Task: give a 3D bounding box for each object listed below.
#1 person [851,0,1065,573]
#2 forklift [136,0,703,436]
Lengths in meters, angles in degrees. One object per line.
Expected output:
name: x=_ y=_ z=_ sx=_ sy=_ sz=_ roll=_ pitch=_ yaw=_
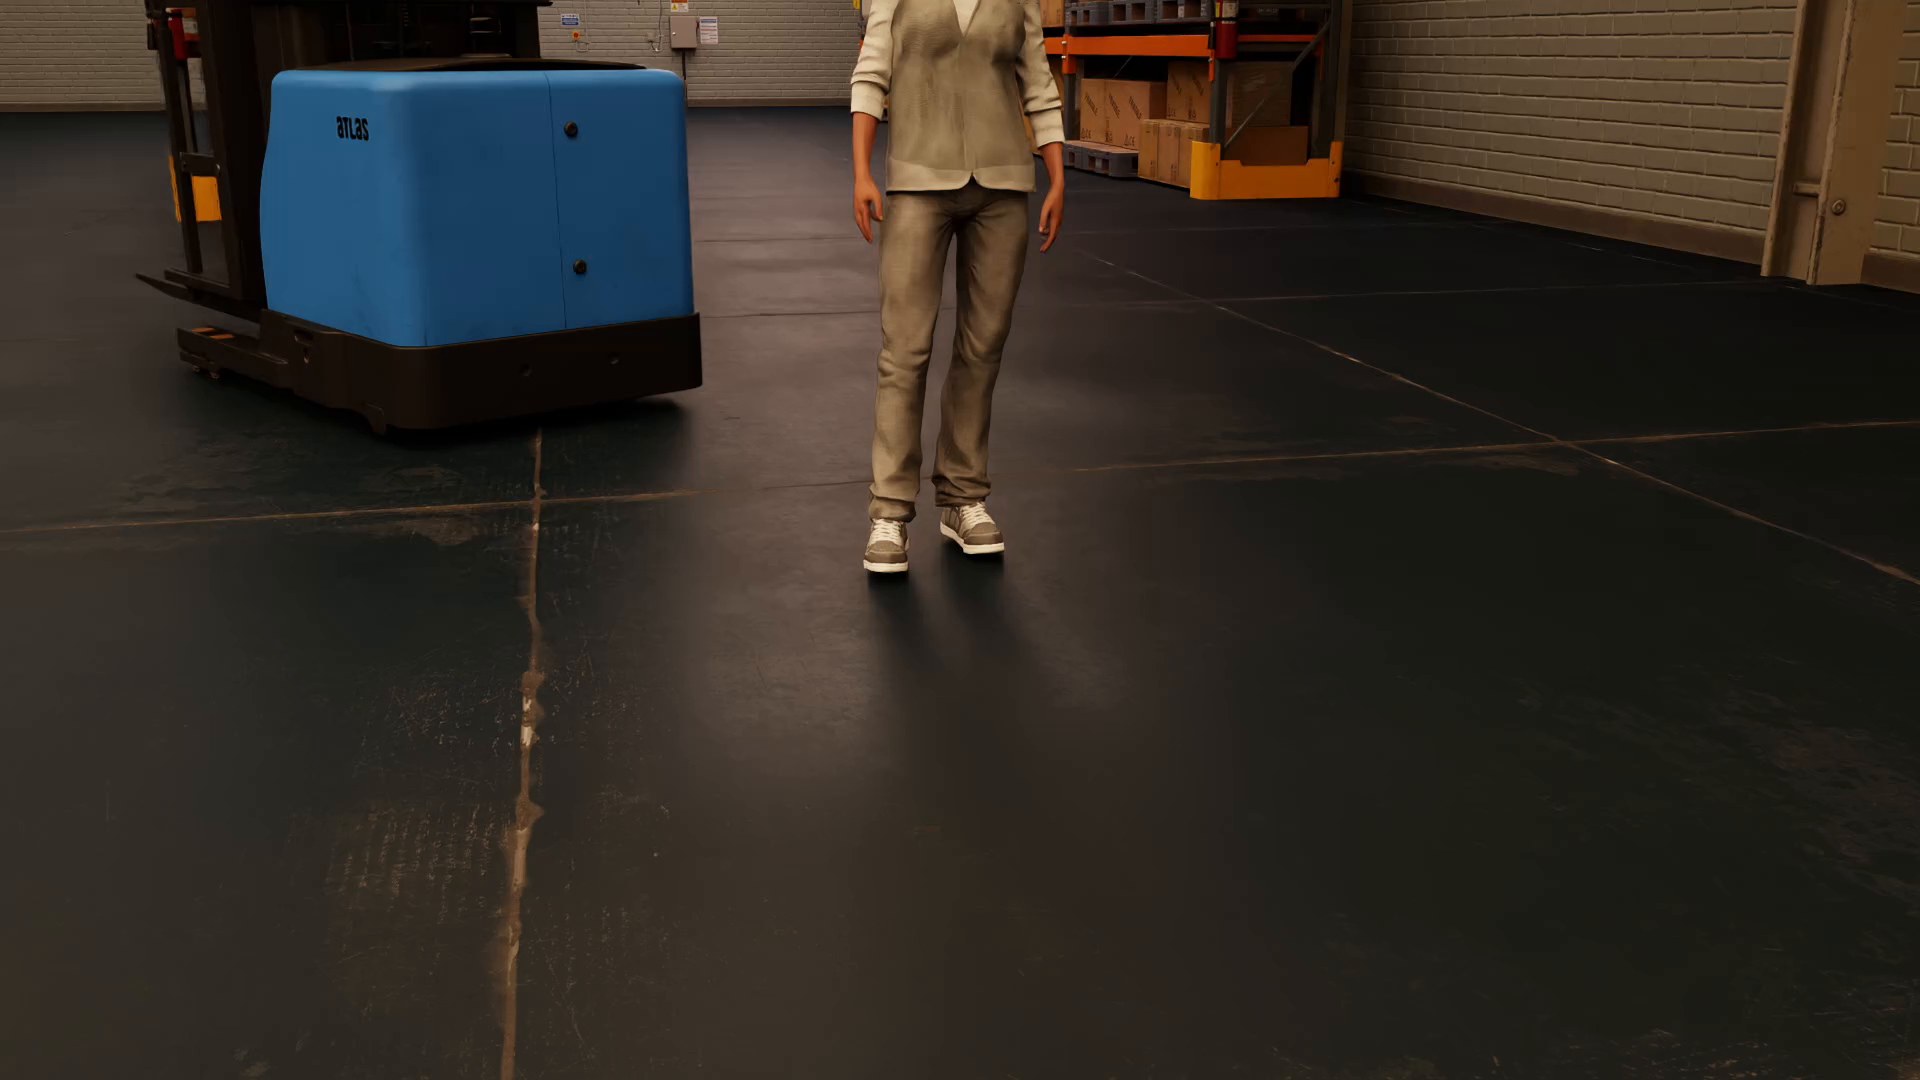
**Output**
person: x=0.004 y=-0.751 z=3.713 sx=0.521 sy=1.599 sz=0.473 roll=-4 pitch=17 yaw=-12
forklift: x=-2.213 y=-2.063 z=5.816 sx=1.130 sy=2.935 sz=3.031 roll=-15 pitch=22 yaw=-40
